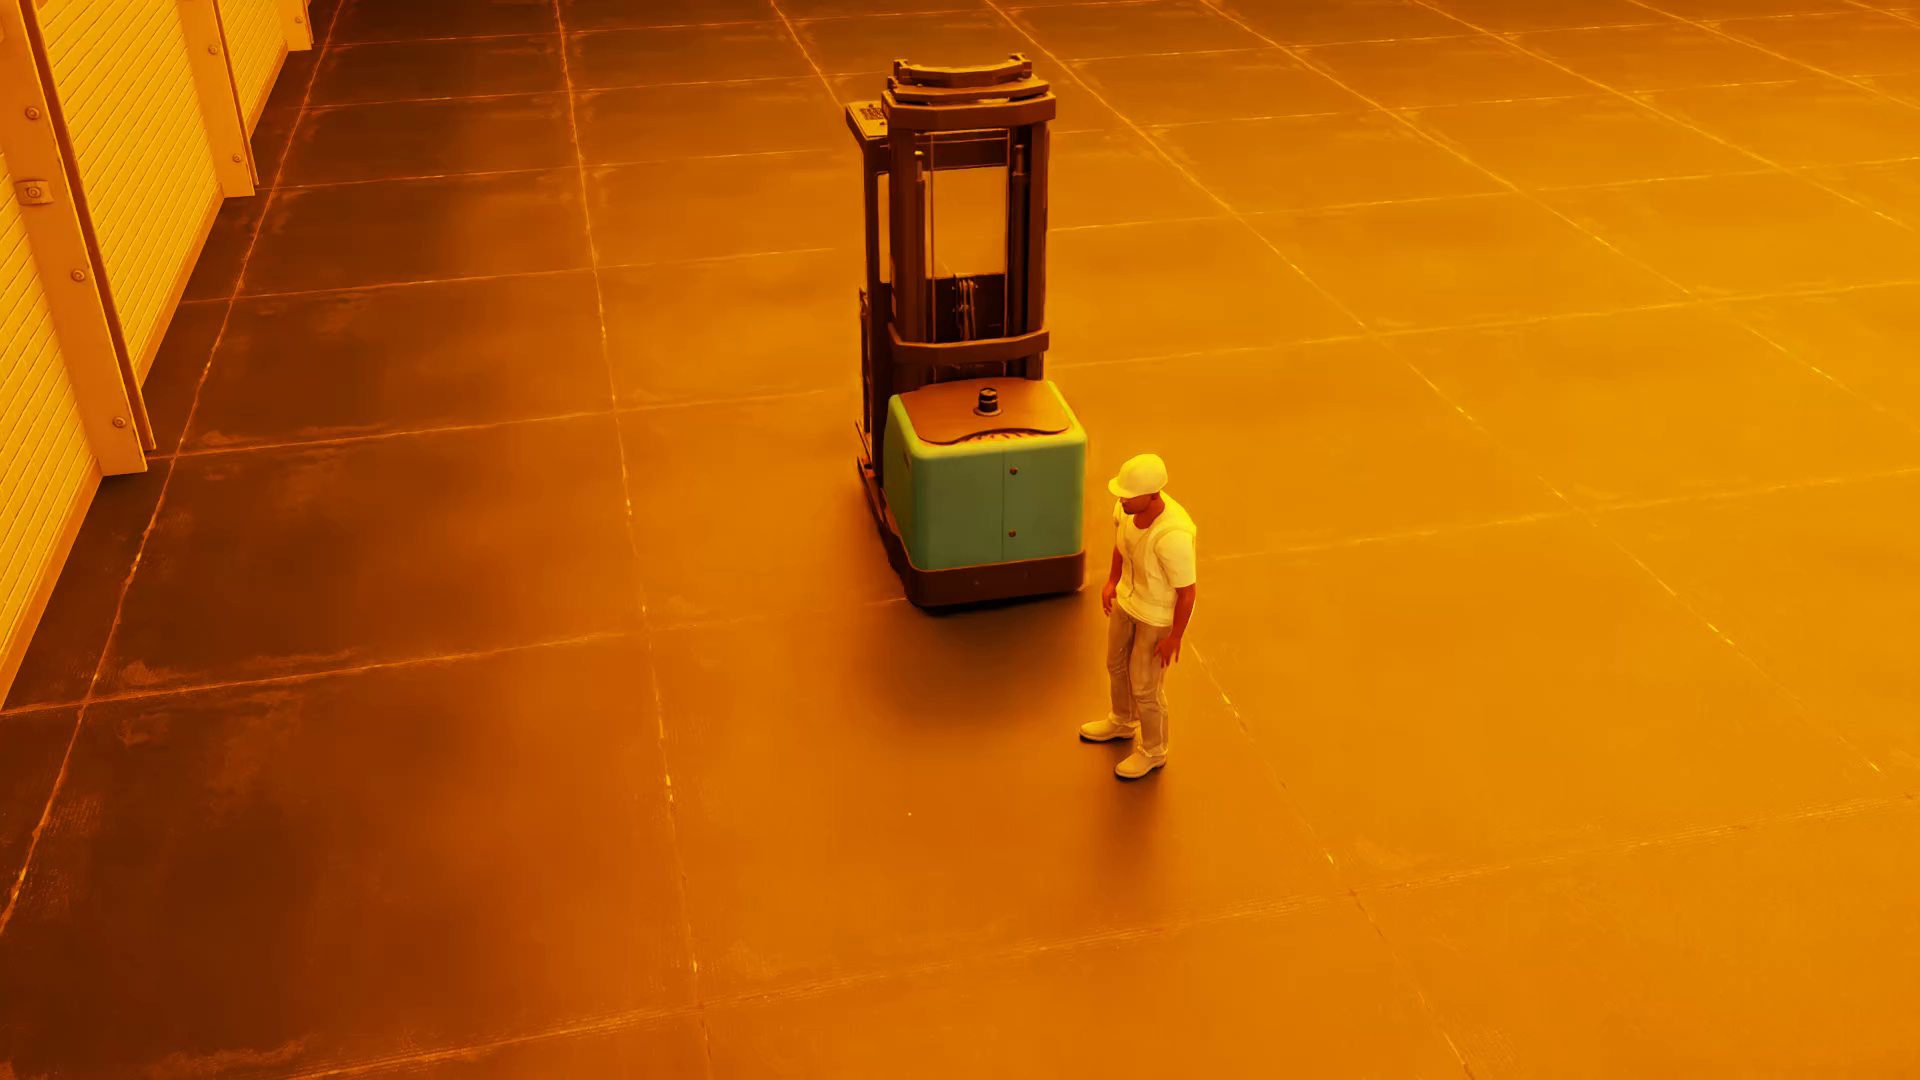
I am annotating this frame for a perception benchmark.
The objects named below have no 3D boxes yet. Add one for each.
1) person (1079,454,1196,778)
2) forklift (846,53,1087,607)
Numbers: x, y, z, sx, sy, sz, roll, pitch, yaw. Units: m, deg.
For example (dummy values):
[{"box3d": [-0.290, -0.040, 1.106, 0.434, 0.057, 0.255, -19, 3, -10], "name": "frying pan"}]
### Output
[{"box3d": [0.893, 0.346, 8.150, 0.462, 1.759, 0.627, -14, 33, -22], "name": "person"}, {"box3d": [-0.074, -1.604, 10.345, 1.130, 2.935, 3.031, -6, 31, -11], "name": "forklift"}]
